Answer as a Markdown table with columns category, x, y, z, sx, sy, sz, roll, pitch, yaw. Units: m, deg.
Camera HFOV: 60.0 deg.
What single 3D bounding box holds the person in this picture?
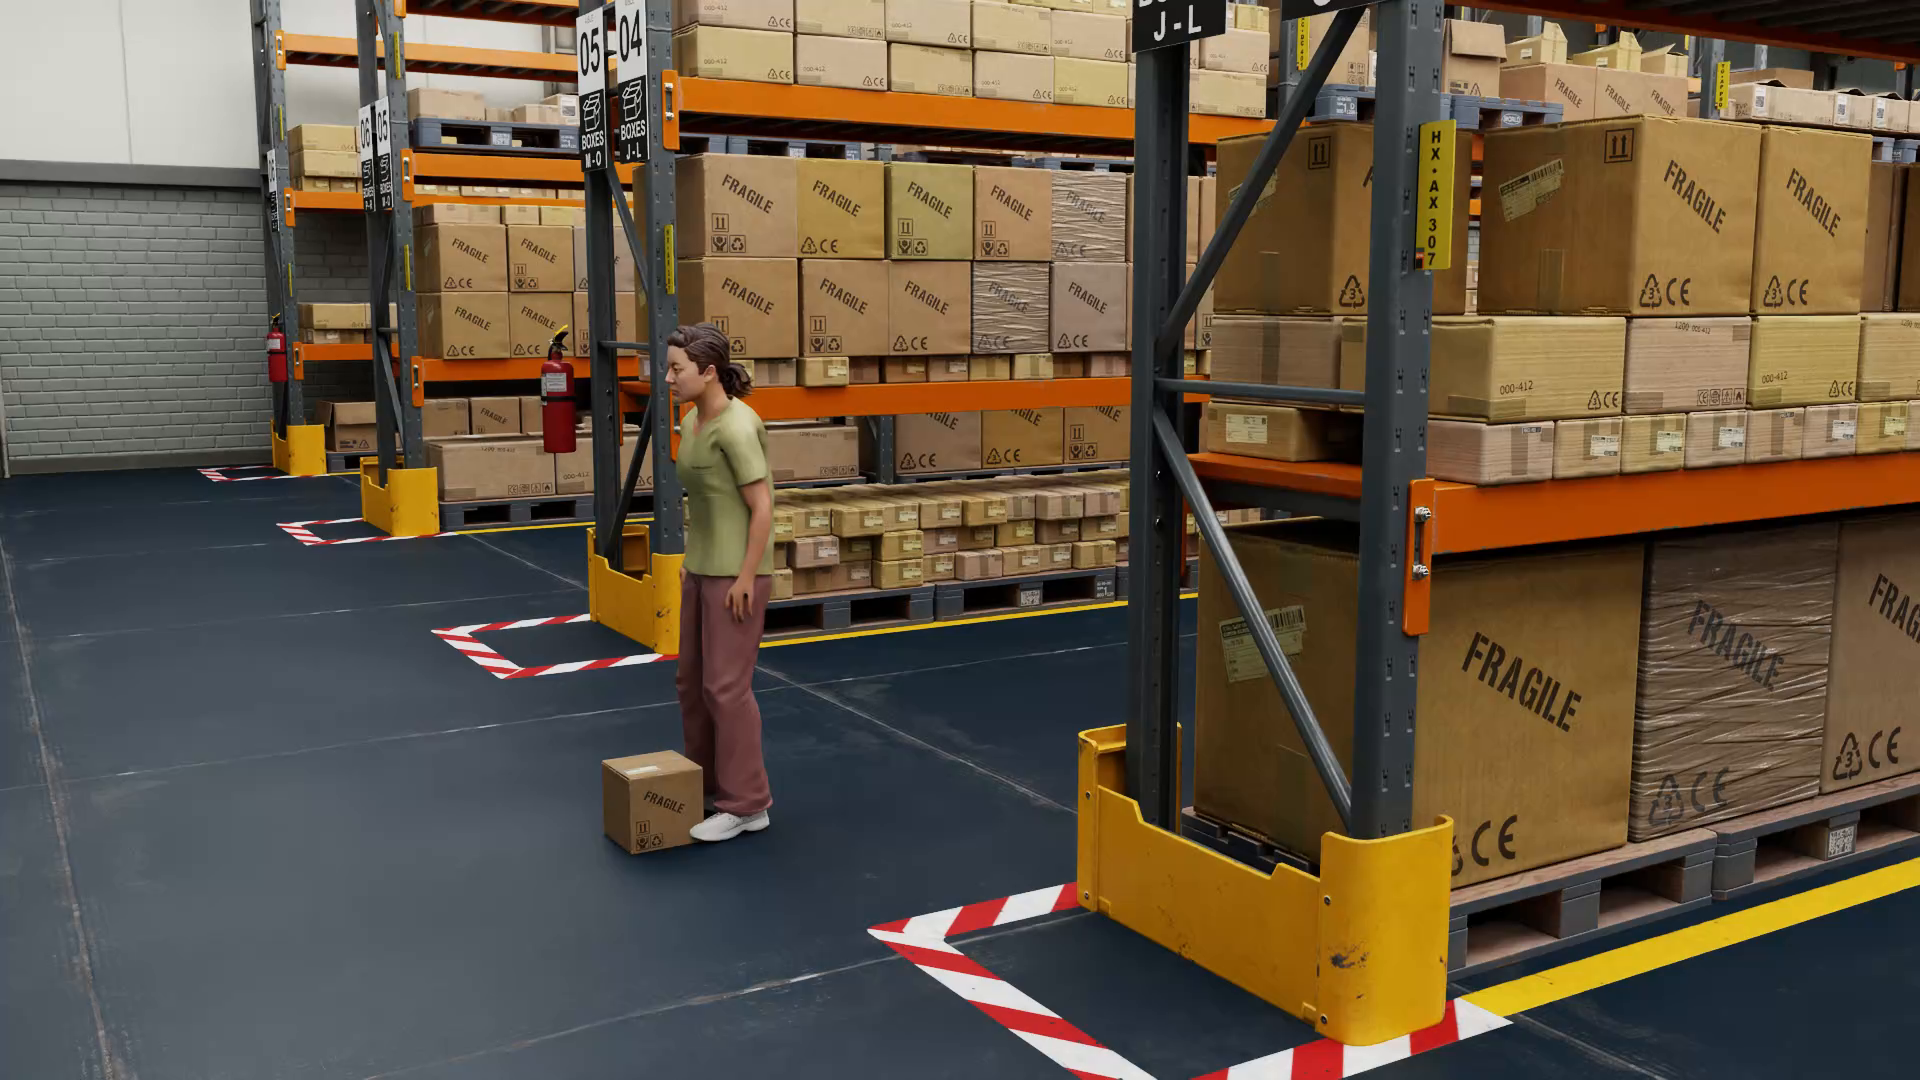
| category | x | y | z | sx | sy | sz | roll | pitch | yaw |
| --- | --- | --- | --- | --- | --- | --- | --- | --- | --- |
| person | -0.794 | 0.127 | 5.451 | 0.353 | 1.673 | 0.501 | -5 | 10 | -31 |
